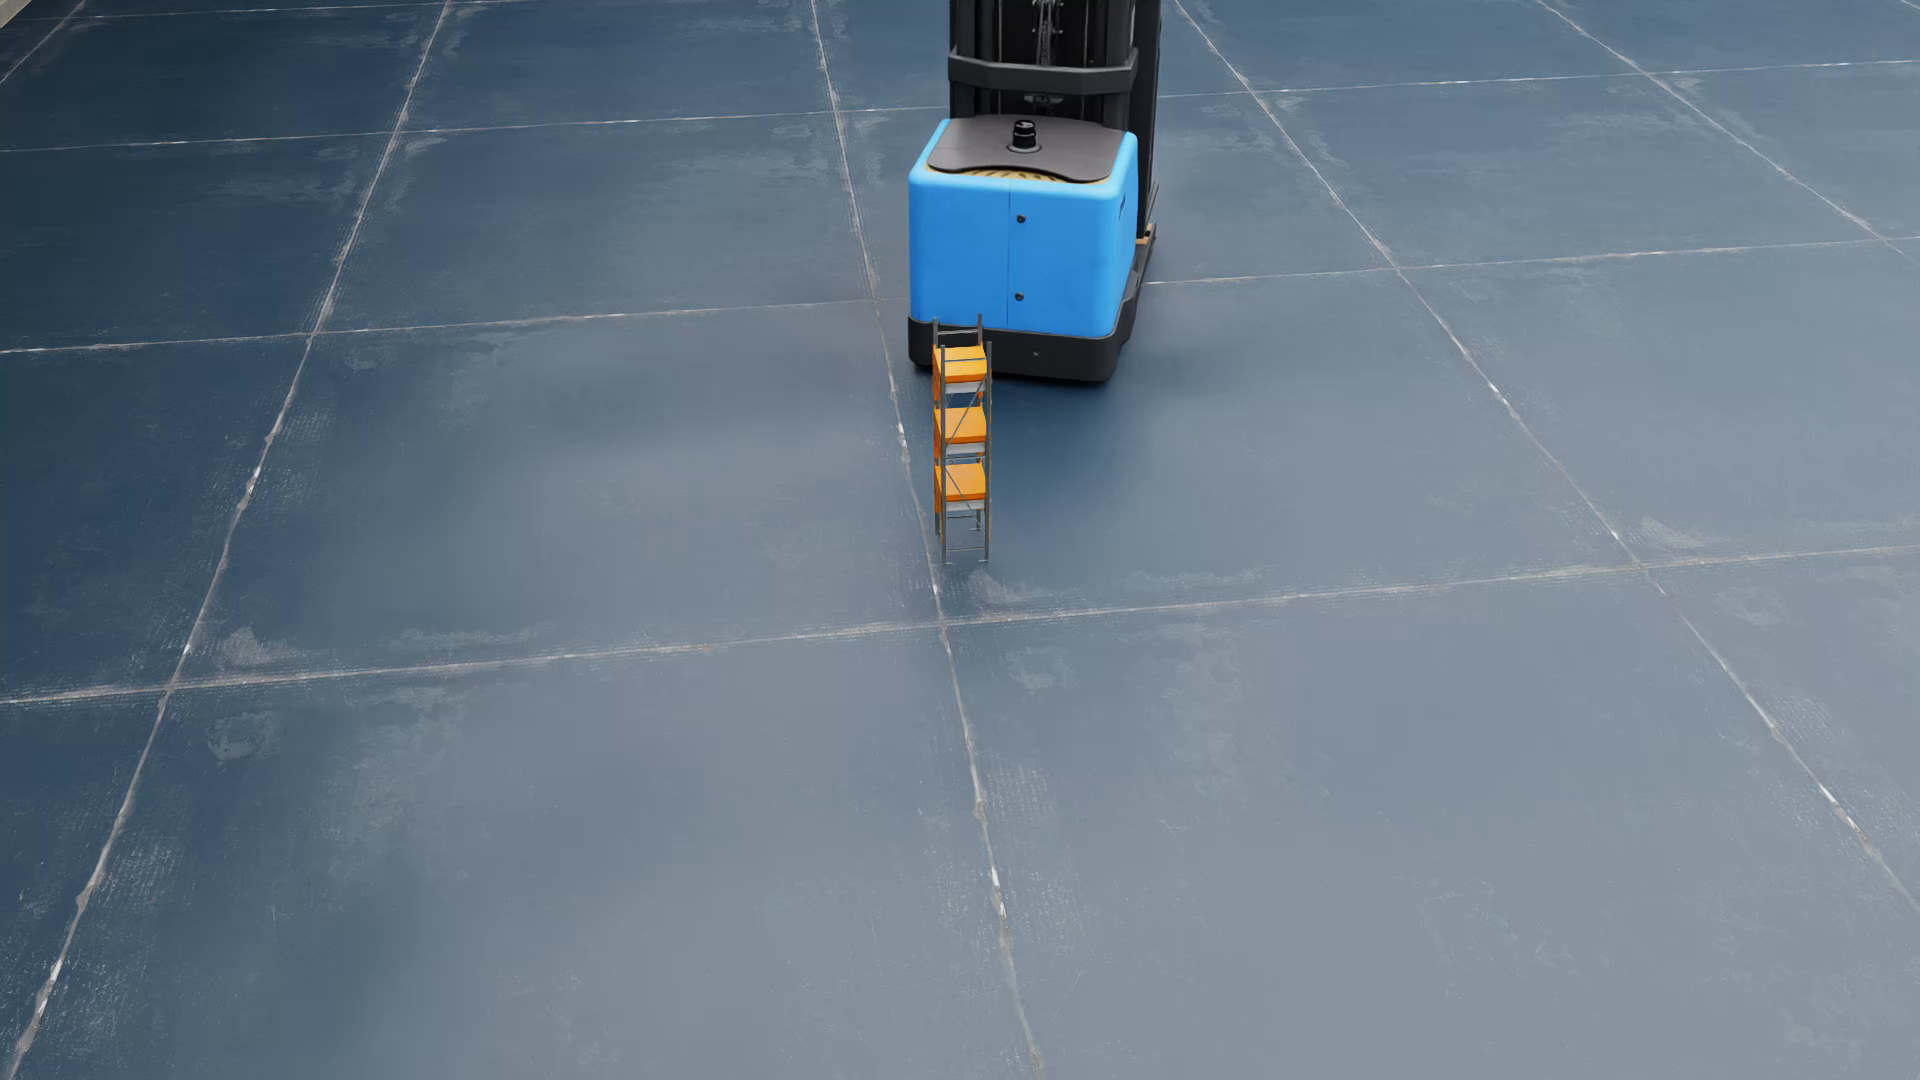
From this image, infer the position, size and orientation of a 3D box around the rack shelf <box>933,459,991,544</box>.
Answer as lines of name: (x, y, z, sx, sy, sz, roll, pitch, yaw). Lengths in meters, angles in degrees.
rack shelf: (0.007, -0.166, 7.073, 0.215, 0.259, 0.240, -4, 35, -6)

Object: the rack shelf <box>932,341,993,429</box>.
rack shelf: (0.007, -0.630, 6.757, 0.215, 0.259, 0.240, -4, 35, -6)

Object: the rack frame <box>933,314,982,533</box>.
rack frame: (-0.009, -0.472, 7.010, 0.200, 1.050, 0.008, -4, 35, -6)

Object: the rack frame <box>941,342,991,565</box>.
rack frame: (0.024, -0.336, 6.811, 0.200, 1.050, 0.008, -4, 35, -6)

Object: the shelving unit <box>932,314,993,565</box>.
shelving unit: (0.007, -0.404, 6.911, 0.215, 1.050, 0.252, -4, 35, -6)

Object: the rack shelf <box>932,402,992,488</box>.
rack shelf: (0.007, -0.395, 6.916, 0.215, 0.259, 0.240, -4, 35, -6)

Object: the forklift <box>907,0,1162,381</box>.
forklift: (0.537, -2.824, 8.791, 1.130, 2.935, 3.031, 7, 35, 10)
